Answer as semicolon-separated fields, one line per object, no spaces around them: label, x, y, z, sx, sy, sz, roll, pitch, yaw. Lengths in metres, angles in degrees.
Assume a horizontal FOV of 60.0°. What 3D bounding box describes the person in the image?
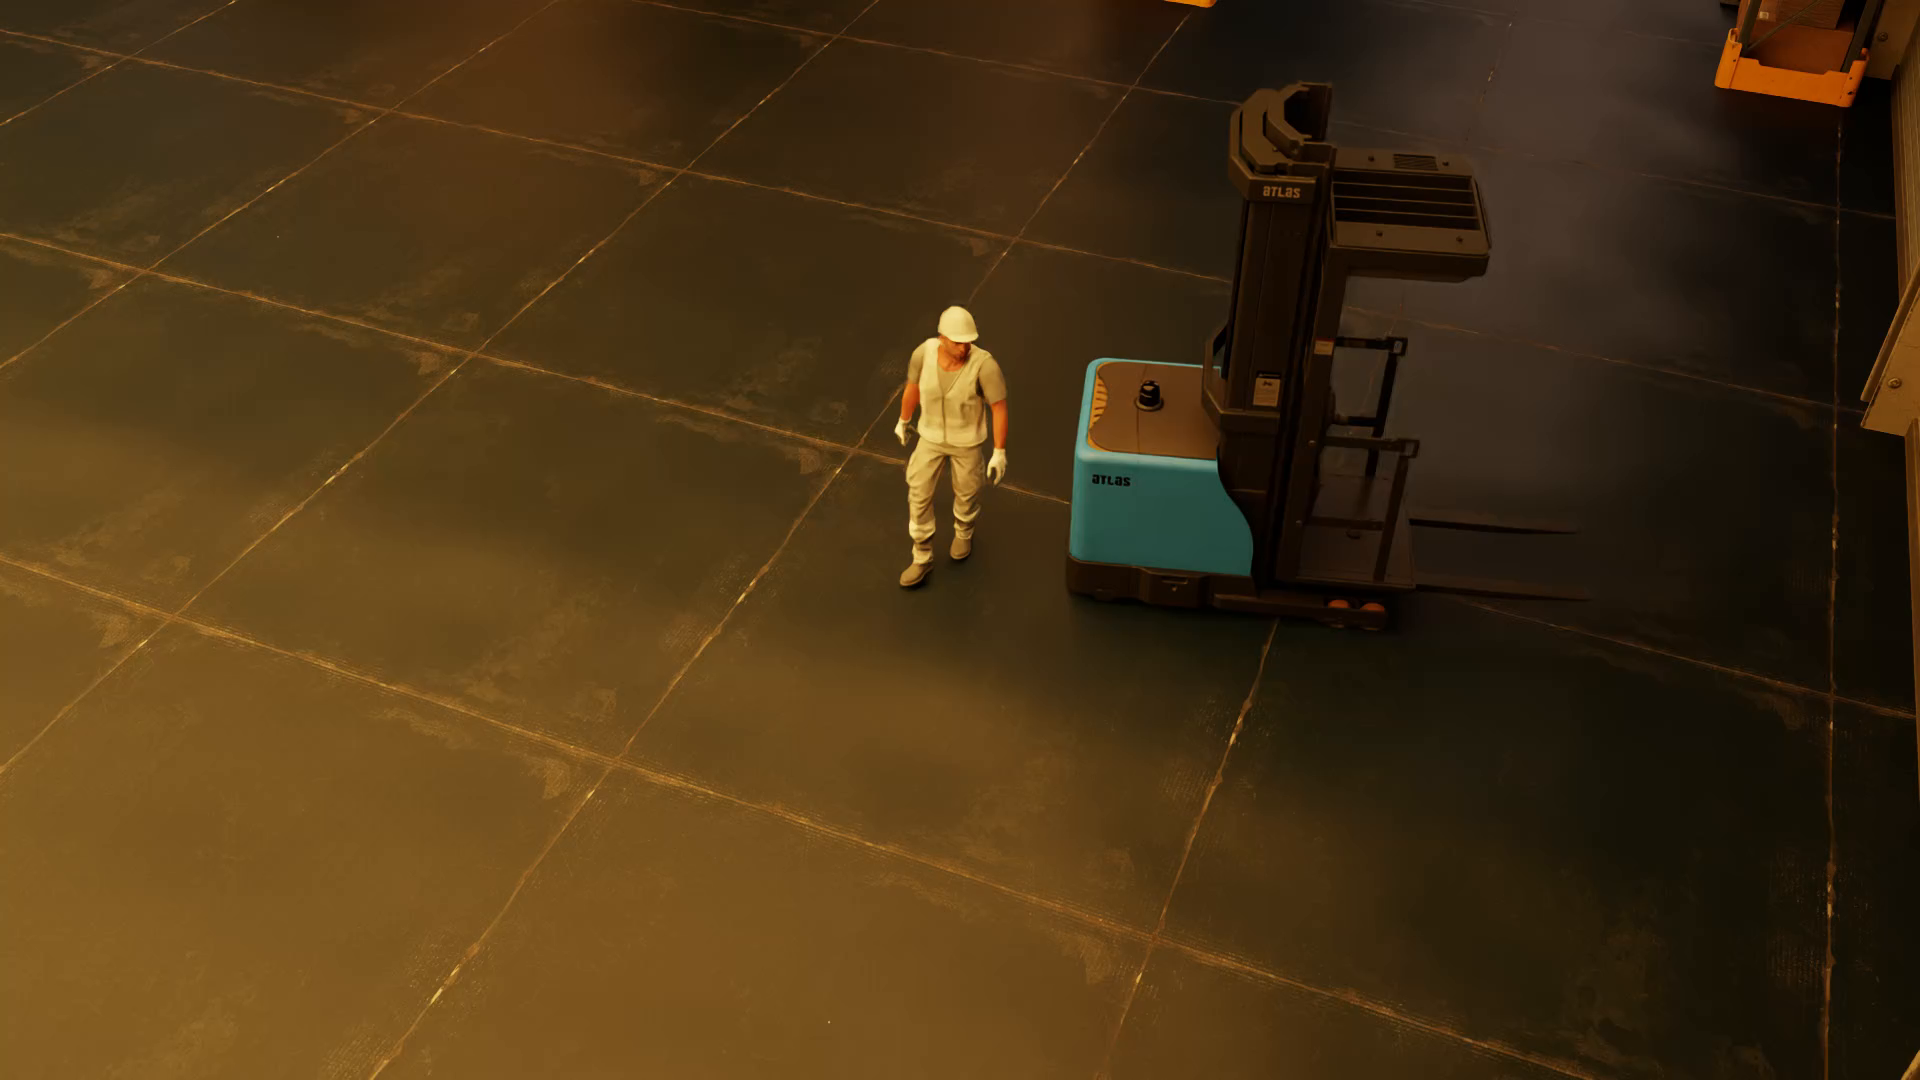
person;-0.066;-0.526;9.551;0.724;1.774;0.655;10;41;11

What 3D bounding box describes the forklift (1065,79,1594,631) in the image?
forklift;2.186;-0.962;9.155;3.031;2.935;1.130;5;40;6
